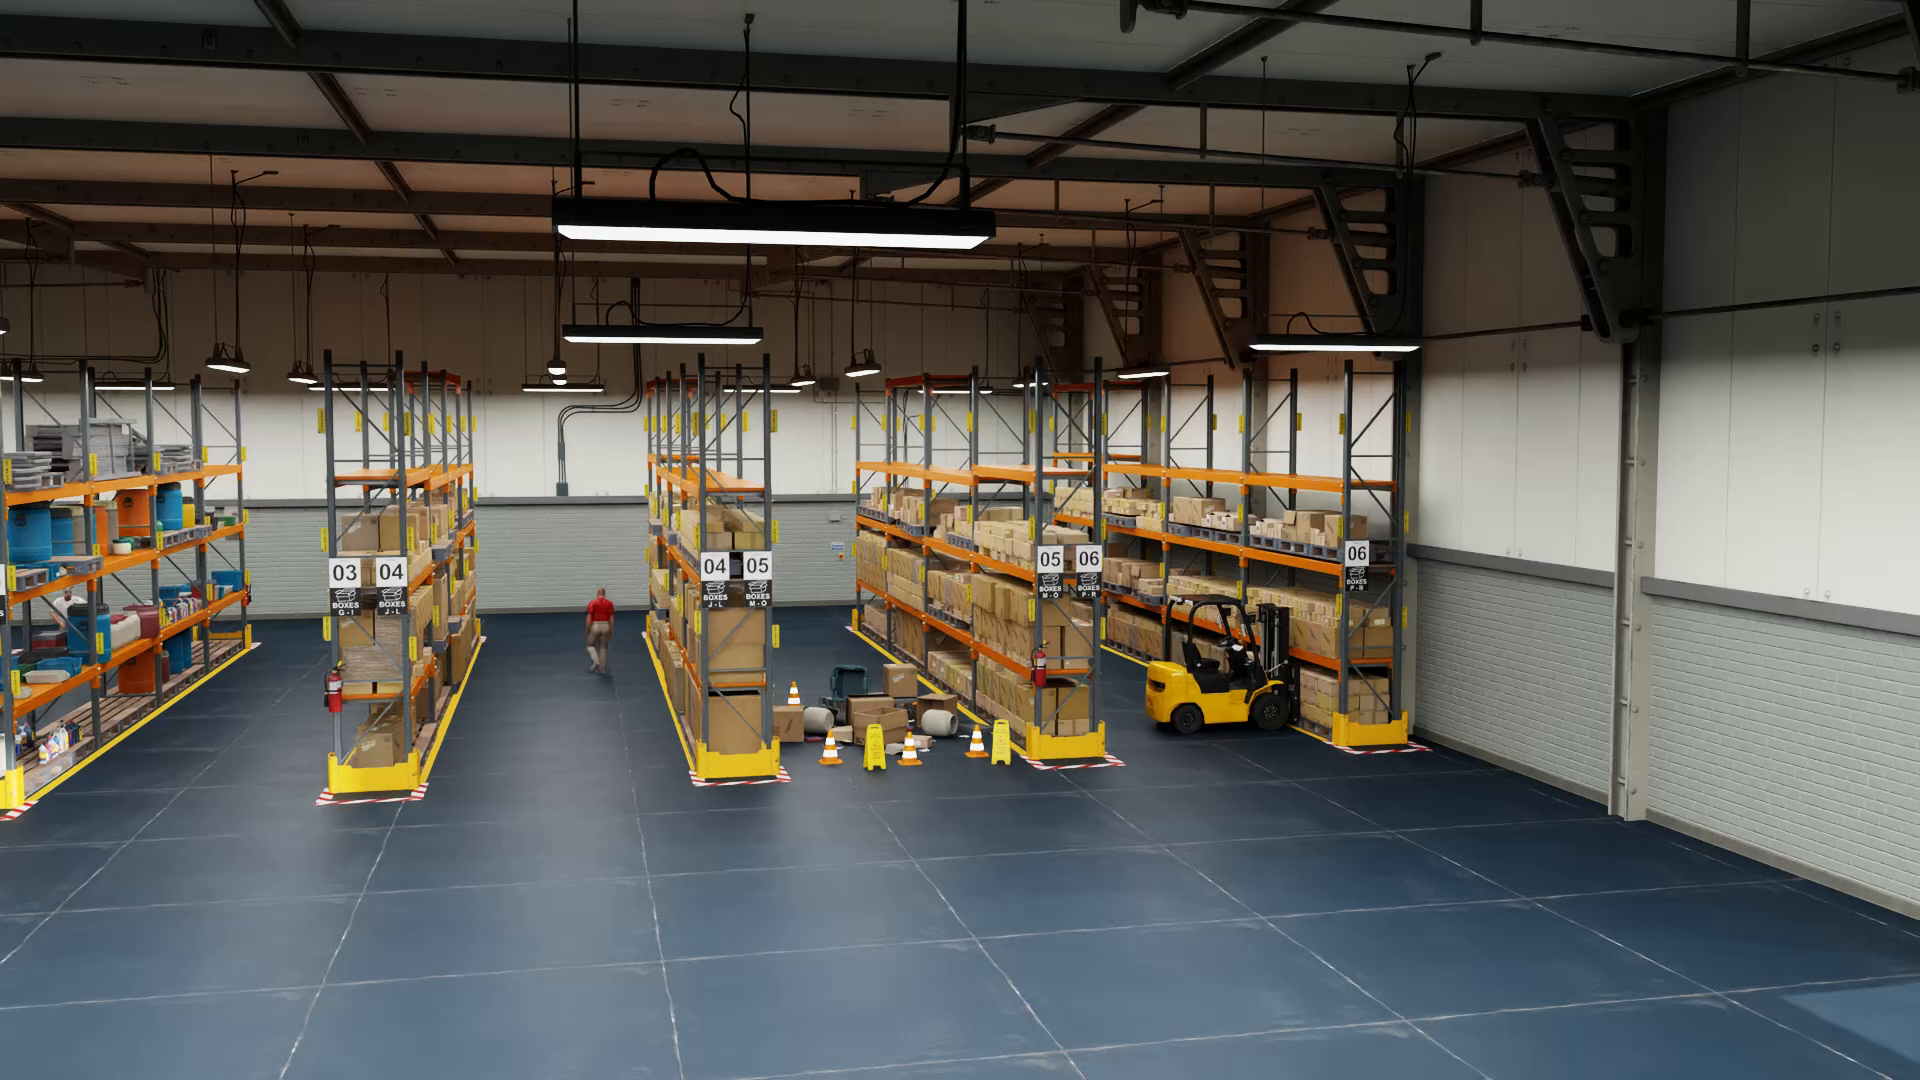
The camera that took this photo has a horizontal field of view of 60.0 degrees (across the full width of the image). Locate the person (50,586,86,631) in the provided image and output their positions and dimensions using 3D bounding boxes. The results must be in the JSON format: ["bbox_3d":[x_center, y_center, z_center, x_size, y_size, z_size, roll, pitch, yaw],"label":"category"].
[{"bbox_3d":[-18.560,1.756,34.672,0.606,1.679,0.734,0,4,-5],"label":"person"}]

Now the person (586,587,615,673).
[{"bbox_3d":[-7.200,1.817,33.304,0.578,1.723,0.500,-2,4,-23],"label":"person"}]
